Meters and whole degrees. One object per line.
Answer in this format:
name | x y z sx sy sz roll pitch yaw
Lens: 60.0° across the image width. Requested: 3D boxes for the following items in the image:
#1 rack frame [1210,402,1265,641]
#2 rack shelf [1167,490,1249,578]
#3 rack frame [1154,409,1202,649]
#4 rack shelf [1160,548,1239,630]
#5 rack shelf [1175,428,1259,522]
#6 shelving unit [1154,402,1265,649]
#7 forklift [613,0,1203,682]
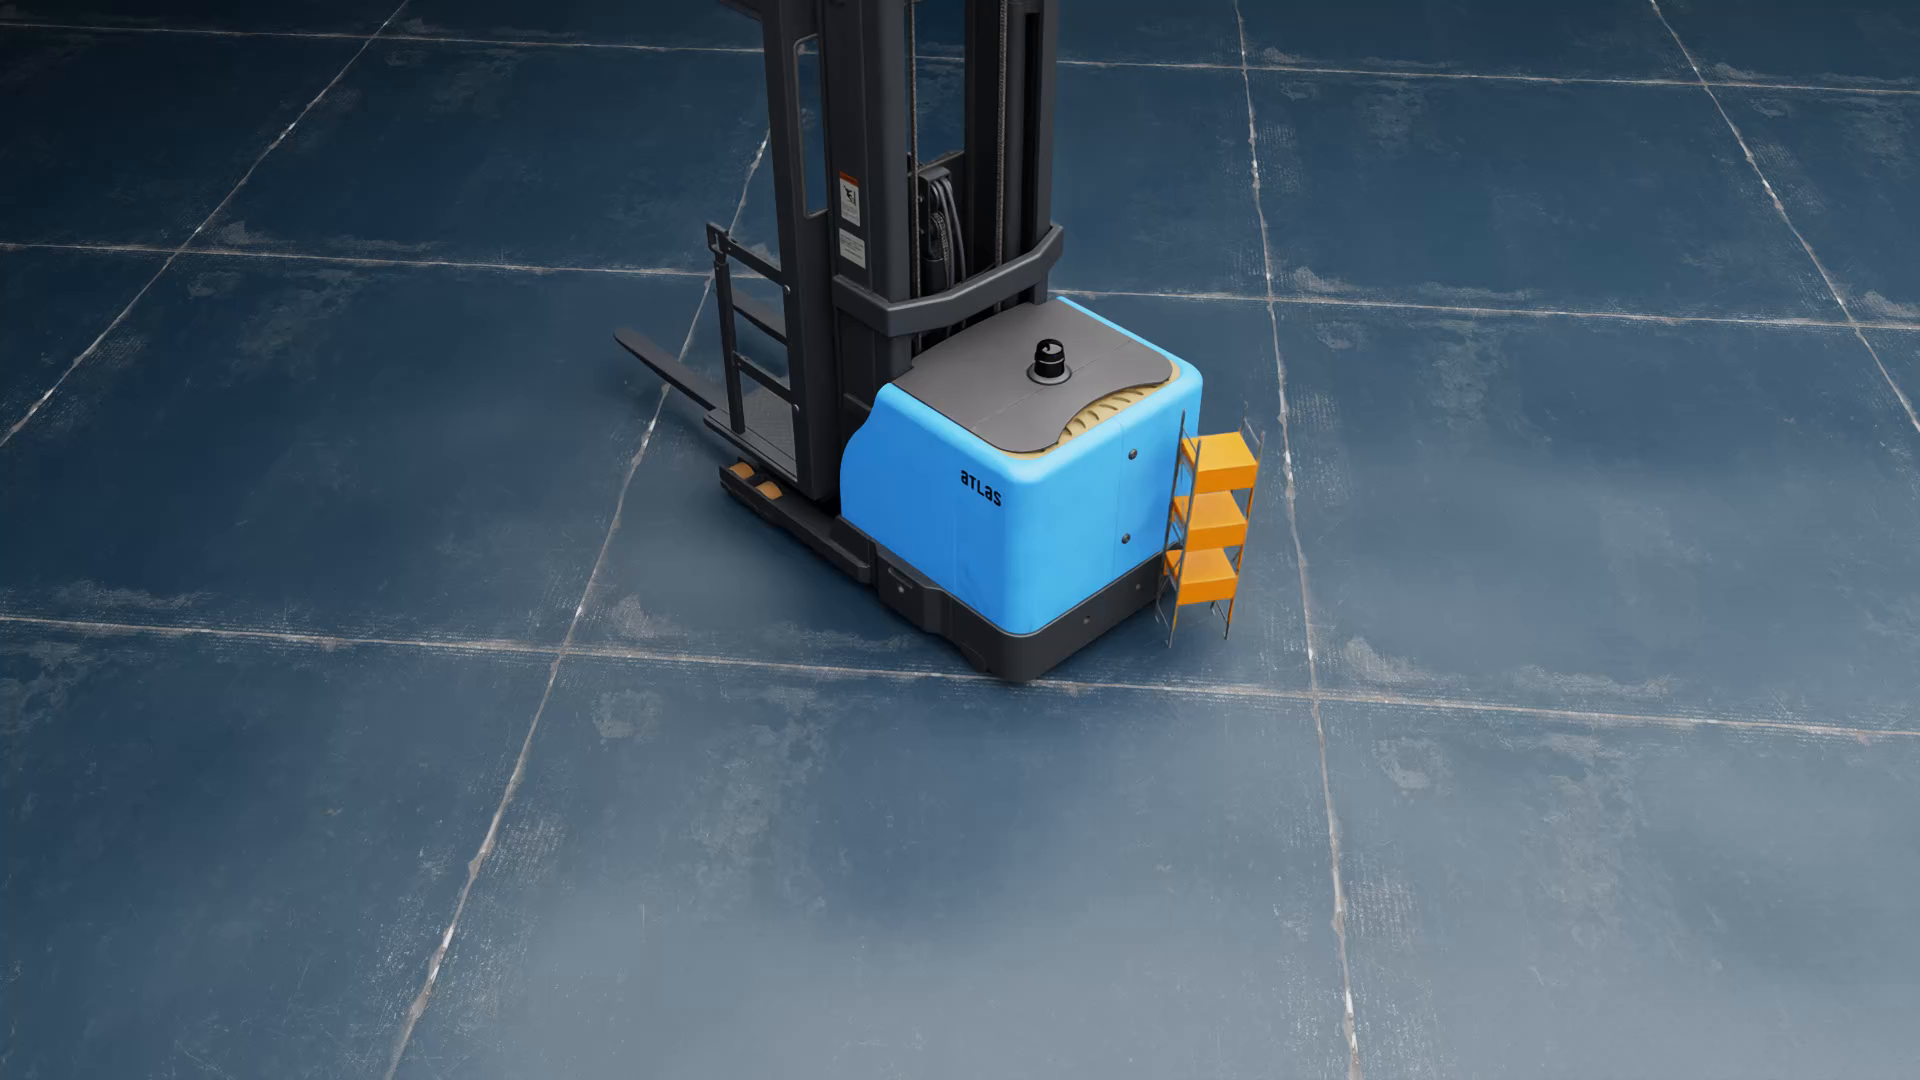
rack frame | 1.075 -0.054 6.480 0.008 1.050 0.200 -7 41 -10
rack shelf | 0.956 -0.031 6.464 0.240 0.259 0.215 -7 41 -10
rack frame | 0.837 -0.025 6.435 0.008 1.050 0.200 -7 41 -10
rack shelf | 0.949 0.180 6.645 0.240 0.259 0.215 -7 41 -10
rack shelf | 0.963 -0.247 6.280 0.240 0.259 0.215 -7 41 -10
shelving unit | 0.956 -0.039 6.458 0.252 1.050 0.215 -7 41 -10
forklift | -0.425 -1.425 6.678 1.130 2.935 3.031 -31 48 -32
